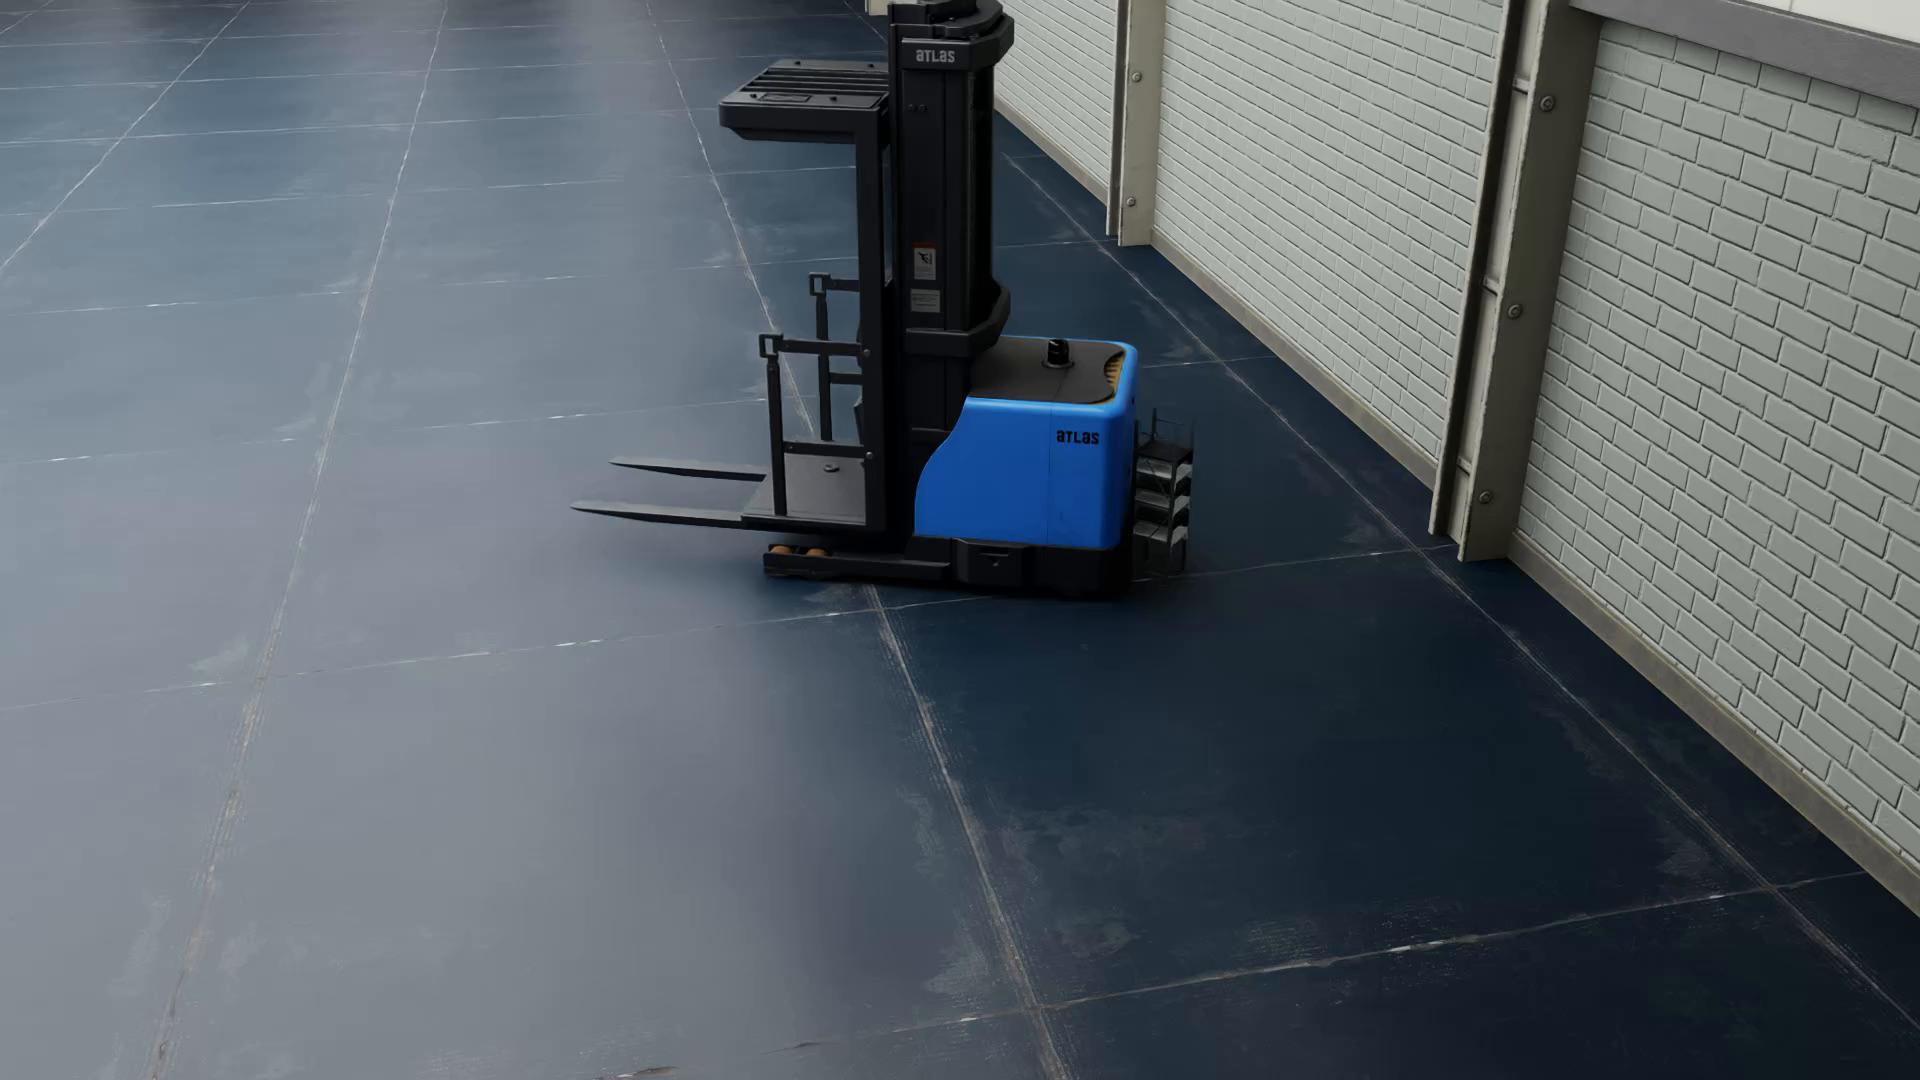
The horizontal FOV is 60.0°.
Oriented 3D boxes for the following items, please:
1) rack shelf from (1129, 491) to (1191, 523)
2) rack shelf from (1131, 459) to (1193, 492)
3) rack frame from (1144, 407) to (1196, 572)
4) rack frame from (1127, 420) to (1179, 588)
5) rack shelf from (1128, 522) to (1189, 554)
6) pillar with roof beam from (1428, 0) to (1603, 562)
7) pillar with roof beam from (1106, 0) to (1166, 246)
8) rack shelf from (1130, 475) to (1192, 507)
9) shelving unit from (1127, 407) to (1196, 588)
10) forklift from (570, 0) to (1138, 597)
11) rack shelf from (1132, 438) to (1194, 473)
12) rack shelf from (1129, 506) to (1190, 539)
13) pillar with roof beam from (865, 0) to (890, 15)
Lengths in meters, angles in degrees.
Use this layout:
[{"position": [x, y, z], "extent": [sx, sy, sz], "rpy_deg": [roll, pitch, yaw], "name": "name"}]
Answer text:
[{"position": [1.047, -0.189, 8.699], "extent": [0.258, 0.077, 0.200], "rpy_deg": [16, 31, 28], "name": "rack shelf"}, {"position": [1.047, -0.349, 8.617], "extent": [0.258, 0.077, 0.200], "rpy_deg": [16, 31, 28], "name": "rack shelf"}, {"position": [1.101, -0.258, 8.761], "extent": [0.240, 0.900, 0.006], "rpy_deg": [16, 31, 28], "name": "rack frame"}, {"position": [0.993, -0.180, 8.607], "extent": [0.240, 0.900, 0.006], "rpy_deg": [16, 31, 28], "name": "rack frame"}, {"position": [1.046, -0.028, 8.780], "extent": [0.258, 0.077, 0.200], "rpy_deg": [16, 31, 28], "name": "rack shelf"}, {"position": [-1.368, -3.563, 6.321], "extent": [9.100, 9.000, 0.400], "rpy_deg": [-6, 27, -12], "name": "pillar with roof beam"}, {"position": [-2.721, -6.197, 11.540], "extent": [9.100, 9.000, 0.400], "rpy_deg": [-6, 27, -12], "name": "pillar with roof beam"}, {"position": [1.047, -0.269, 8.658], "extent": [0.258, 0.077, 0.200], "rpy_deg": [16, 31, 28], "name": "rack shelf"}, {"position": [1.047, -0.219, 8.684], "extent": [0.258, 0.900, 0.210], "rpy_deg": [16, 31, 28], "name": "shelving unit"}, {"position": [-0.593, -1.321, 8.615], "extent": [3.031, 2.935, 1.130], "rpy_deg": [4, 27, 9], "name": "forklift"}, {"position": [1.047, -0.430, 8.577], "extent": [0.258, 0.077, 0.200], "rpy_deg": [16, 31, 28], "name": "rack shelf"}, {"position": [1.047, -0.109, 8.739], "extent": [0.258, 0.077, 0.200], "rpy_deg": [16, 31, 28], "name": "rack shelf"}, {"position": [-5.425, -11.465, 21.977], "extent": [9.100, 9.000, 0.400], "rpy_deg": [-6, 27, -12], "name": "pillar with roof beam"}]
